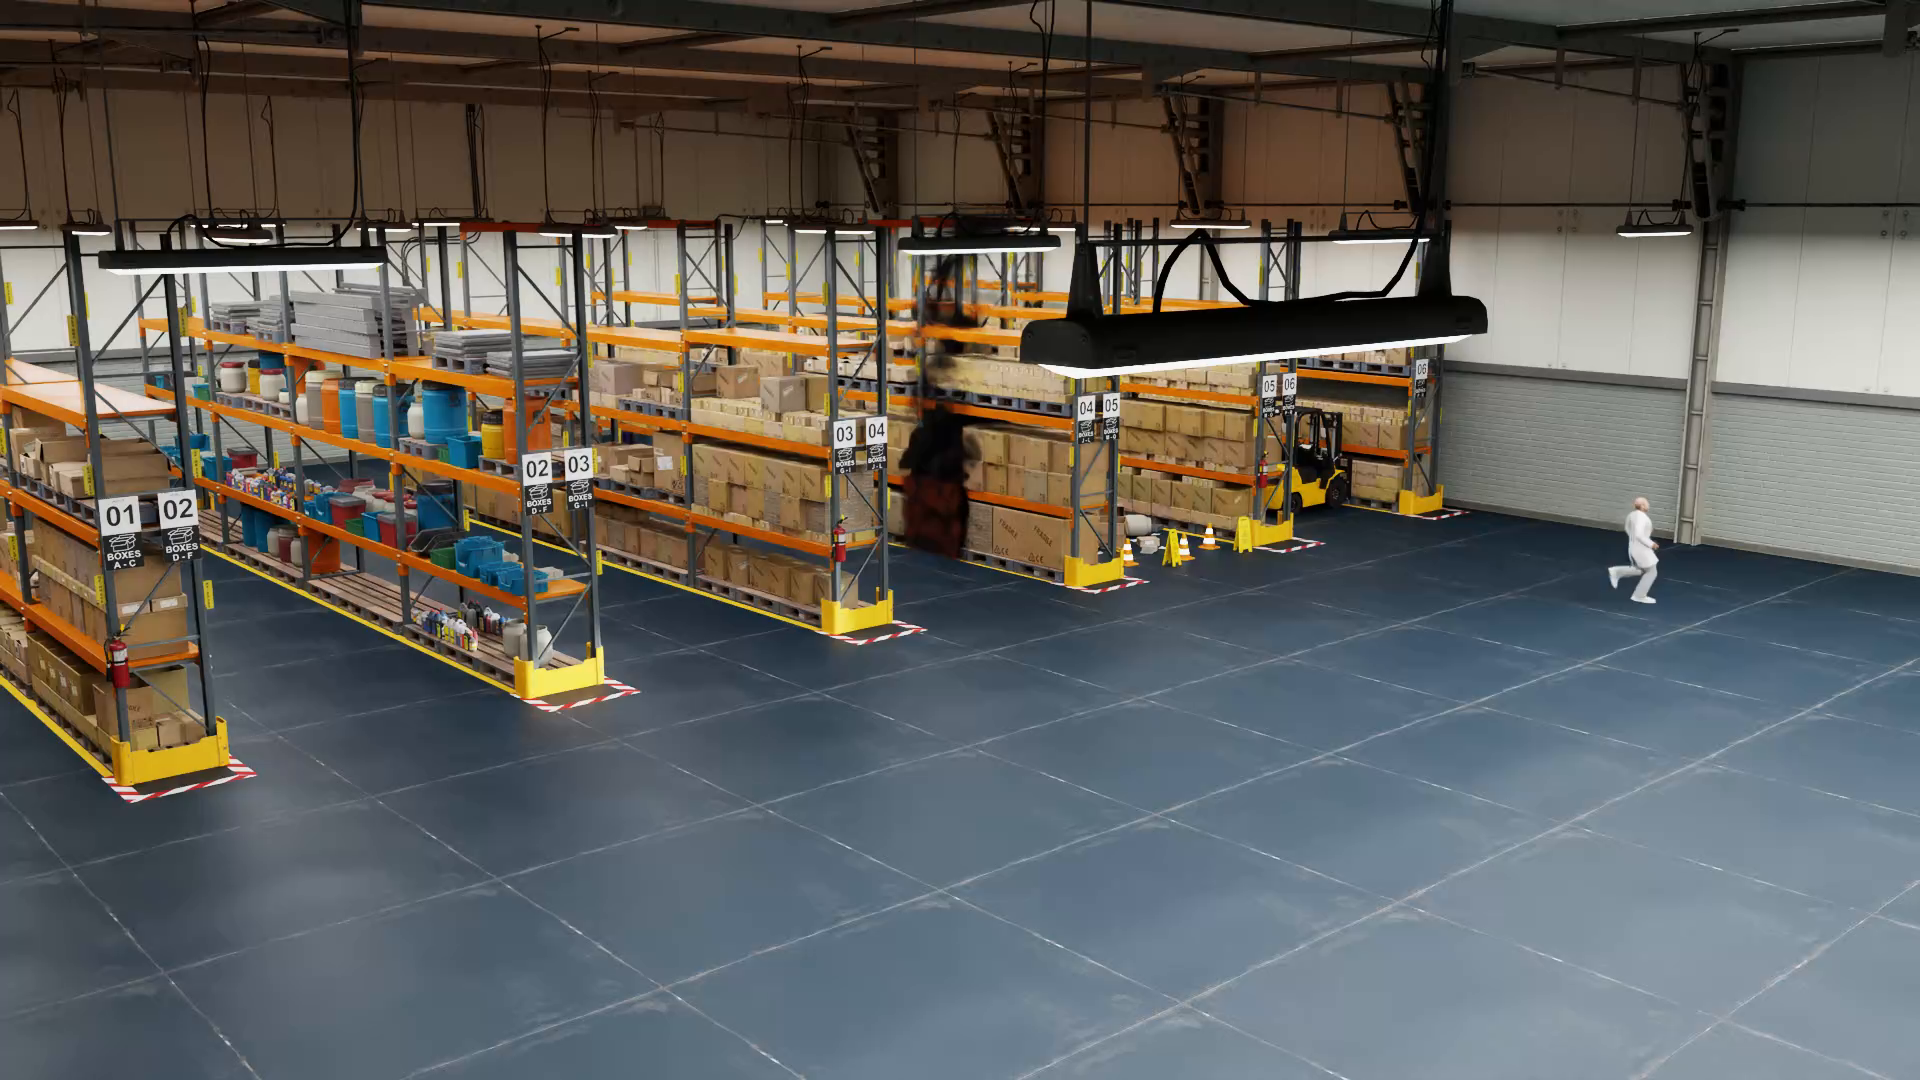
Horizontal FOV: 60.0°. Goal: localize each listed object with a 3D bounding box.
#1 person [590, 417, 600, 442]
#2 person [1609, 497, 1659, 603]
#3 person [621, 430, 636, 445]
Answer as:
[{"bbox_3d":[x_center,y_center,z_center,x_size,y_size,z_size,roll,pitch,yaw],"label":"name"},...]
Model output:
[{"bbox_3d":[-8.314,-1.963,37.502,0.597,1.670,0.674,-9,15,-39],"label":"person"},{"bbox_3d":[10.903,0.159,26.830,0.711,1.725,0.722,1,11,4],"label":"person"},{"bbox_3d":[-8.237,-2.730,41.347,0.609,1.596,0.588,11,16,44],"label":"person"}]
